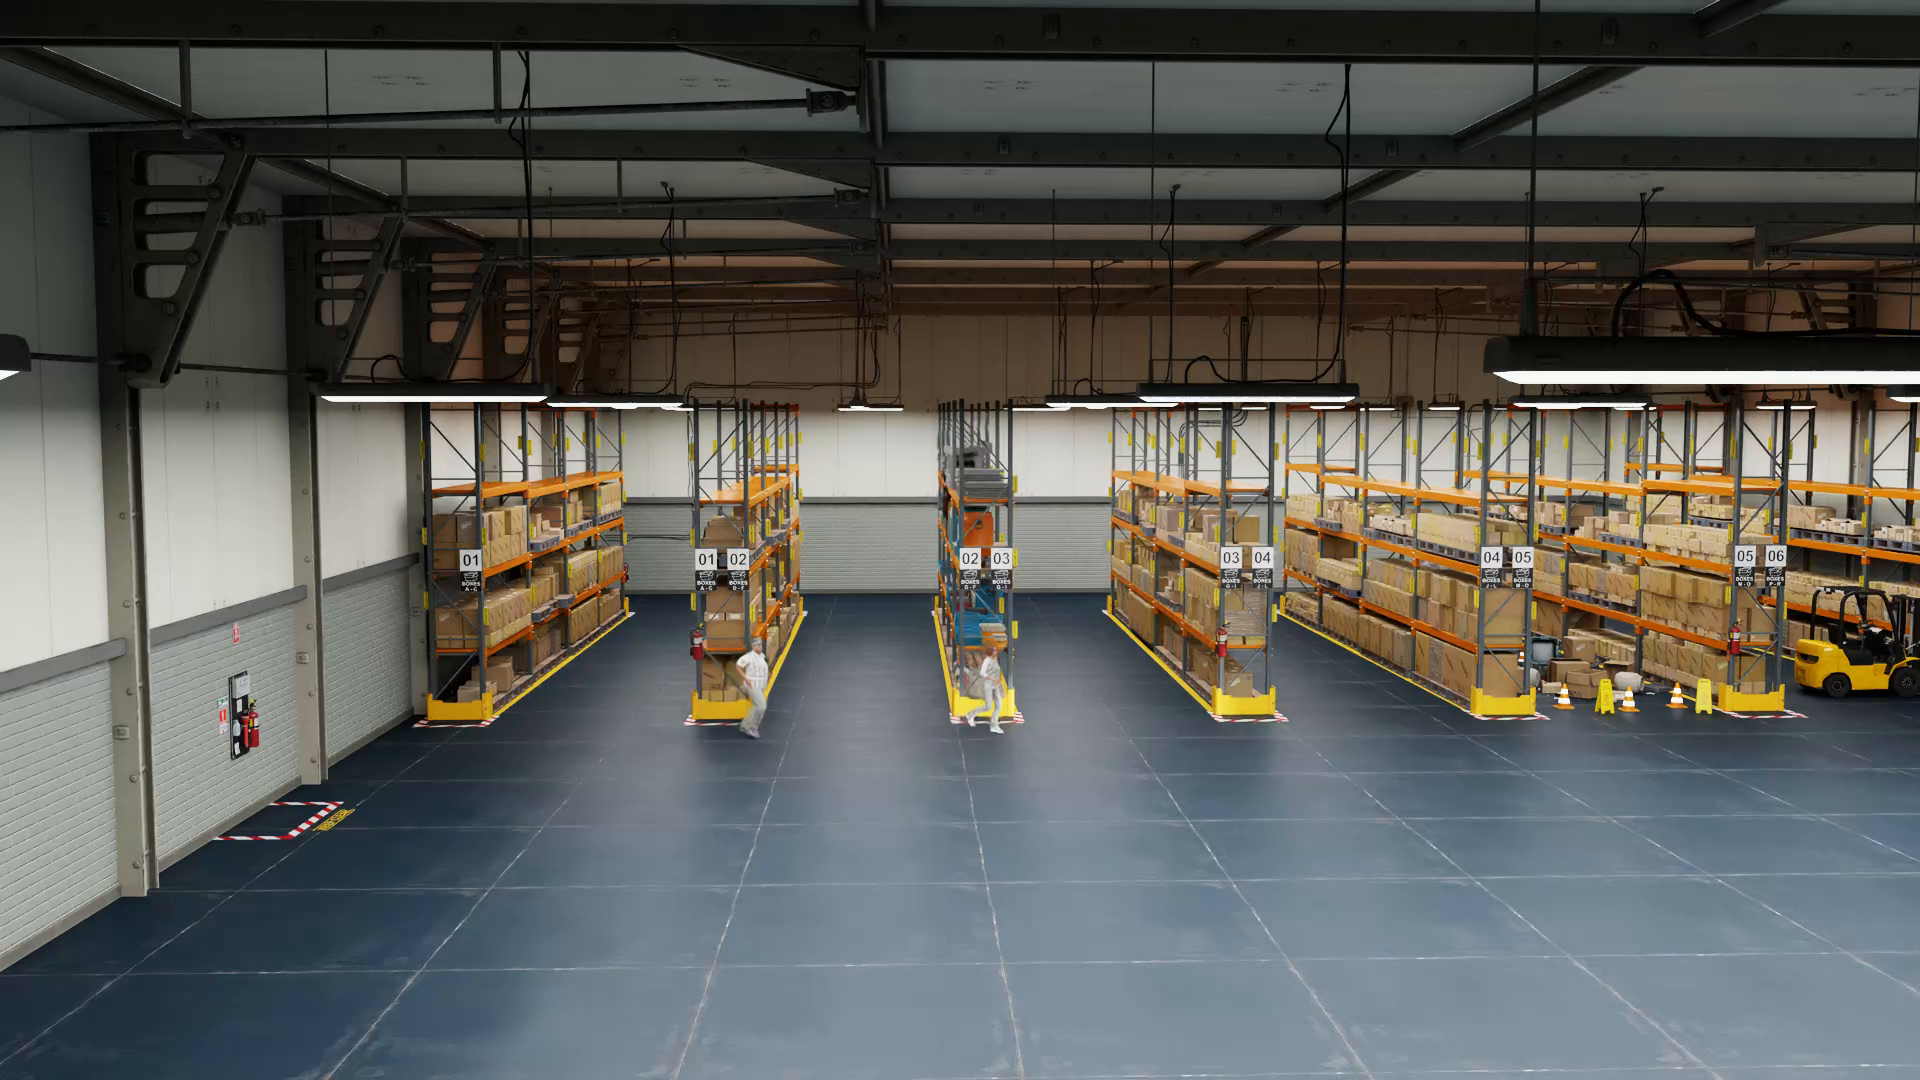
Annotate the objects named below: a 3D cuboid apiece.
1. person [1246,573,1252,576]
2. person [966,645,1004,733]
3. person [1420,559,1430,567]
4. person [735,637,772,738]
[{"bbox_3d":[8.097,1.408,45.333,0.711,1.816,0.893,0,4,5],"label":"person"},{"bbox_3d":[0.506,2.666,29.954,0.757,1.572,0.554,2,5,29],"label":"person"},{"bbox_3d":[13.872,1.234,49.277,0.879,1.571,0.601,1,4,9],"label":"person"},{"bbox_3d":[-3.626,2.624,29.503,0.670,1.830,0.645,2,5,24],"label":"person"}]
